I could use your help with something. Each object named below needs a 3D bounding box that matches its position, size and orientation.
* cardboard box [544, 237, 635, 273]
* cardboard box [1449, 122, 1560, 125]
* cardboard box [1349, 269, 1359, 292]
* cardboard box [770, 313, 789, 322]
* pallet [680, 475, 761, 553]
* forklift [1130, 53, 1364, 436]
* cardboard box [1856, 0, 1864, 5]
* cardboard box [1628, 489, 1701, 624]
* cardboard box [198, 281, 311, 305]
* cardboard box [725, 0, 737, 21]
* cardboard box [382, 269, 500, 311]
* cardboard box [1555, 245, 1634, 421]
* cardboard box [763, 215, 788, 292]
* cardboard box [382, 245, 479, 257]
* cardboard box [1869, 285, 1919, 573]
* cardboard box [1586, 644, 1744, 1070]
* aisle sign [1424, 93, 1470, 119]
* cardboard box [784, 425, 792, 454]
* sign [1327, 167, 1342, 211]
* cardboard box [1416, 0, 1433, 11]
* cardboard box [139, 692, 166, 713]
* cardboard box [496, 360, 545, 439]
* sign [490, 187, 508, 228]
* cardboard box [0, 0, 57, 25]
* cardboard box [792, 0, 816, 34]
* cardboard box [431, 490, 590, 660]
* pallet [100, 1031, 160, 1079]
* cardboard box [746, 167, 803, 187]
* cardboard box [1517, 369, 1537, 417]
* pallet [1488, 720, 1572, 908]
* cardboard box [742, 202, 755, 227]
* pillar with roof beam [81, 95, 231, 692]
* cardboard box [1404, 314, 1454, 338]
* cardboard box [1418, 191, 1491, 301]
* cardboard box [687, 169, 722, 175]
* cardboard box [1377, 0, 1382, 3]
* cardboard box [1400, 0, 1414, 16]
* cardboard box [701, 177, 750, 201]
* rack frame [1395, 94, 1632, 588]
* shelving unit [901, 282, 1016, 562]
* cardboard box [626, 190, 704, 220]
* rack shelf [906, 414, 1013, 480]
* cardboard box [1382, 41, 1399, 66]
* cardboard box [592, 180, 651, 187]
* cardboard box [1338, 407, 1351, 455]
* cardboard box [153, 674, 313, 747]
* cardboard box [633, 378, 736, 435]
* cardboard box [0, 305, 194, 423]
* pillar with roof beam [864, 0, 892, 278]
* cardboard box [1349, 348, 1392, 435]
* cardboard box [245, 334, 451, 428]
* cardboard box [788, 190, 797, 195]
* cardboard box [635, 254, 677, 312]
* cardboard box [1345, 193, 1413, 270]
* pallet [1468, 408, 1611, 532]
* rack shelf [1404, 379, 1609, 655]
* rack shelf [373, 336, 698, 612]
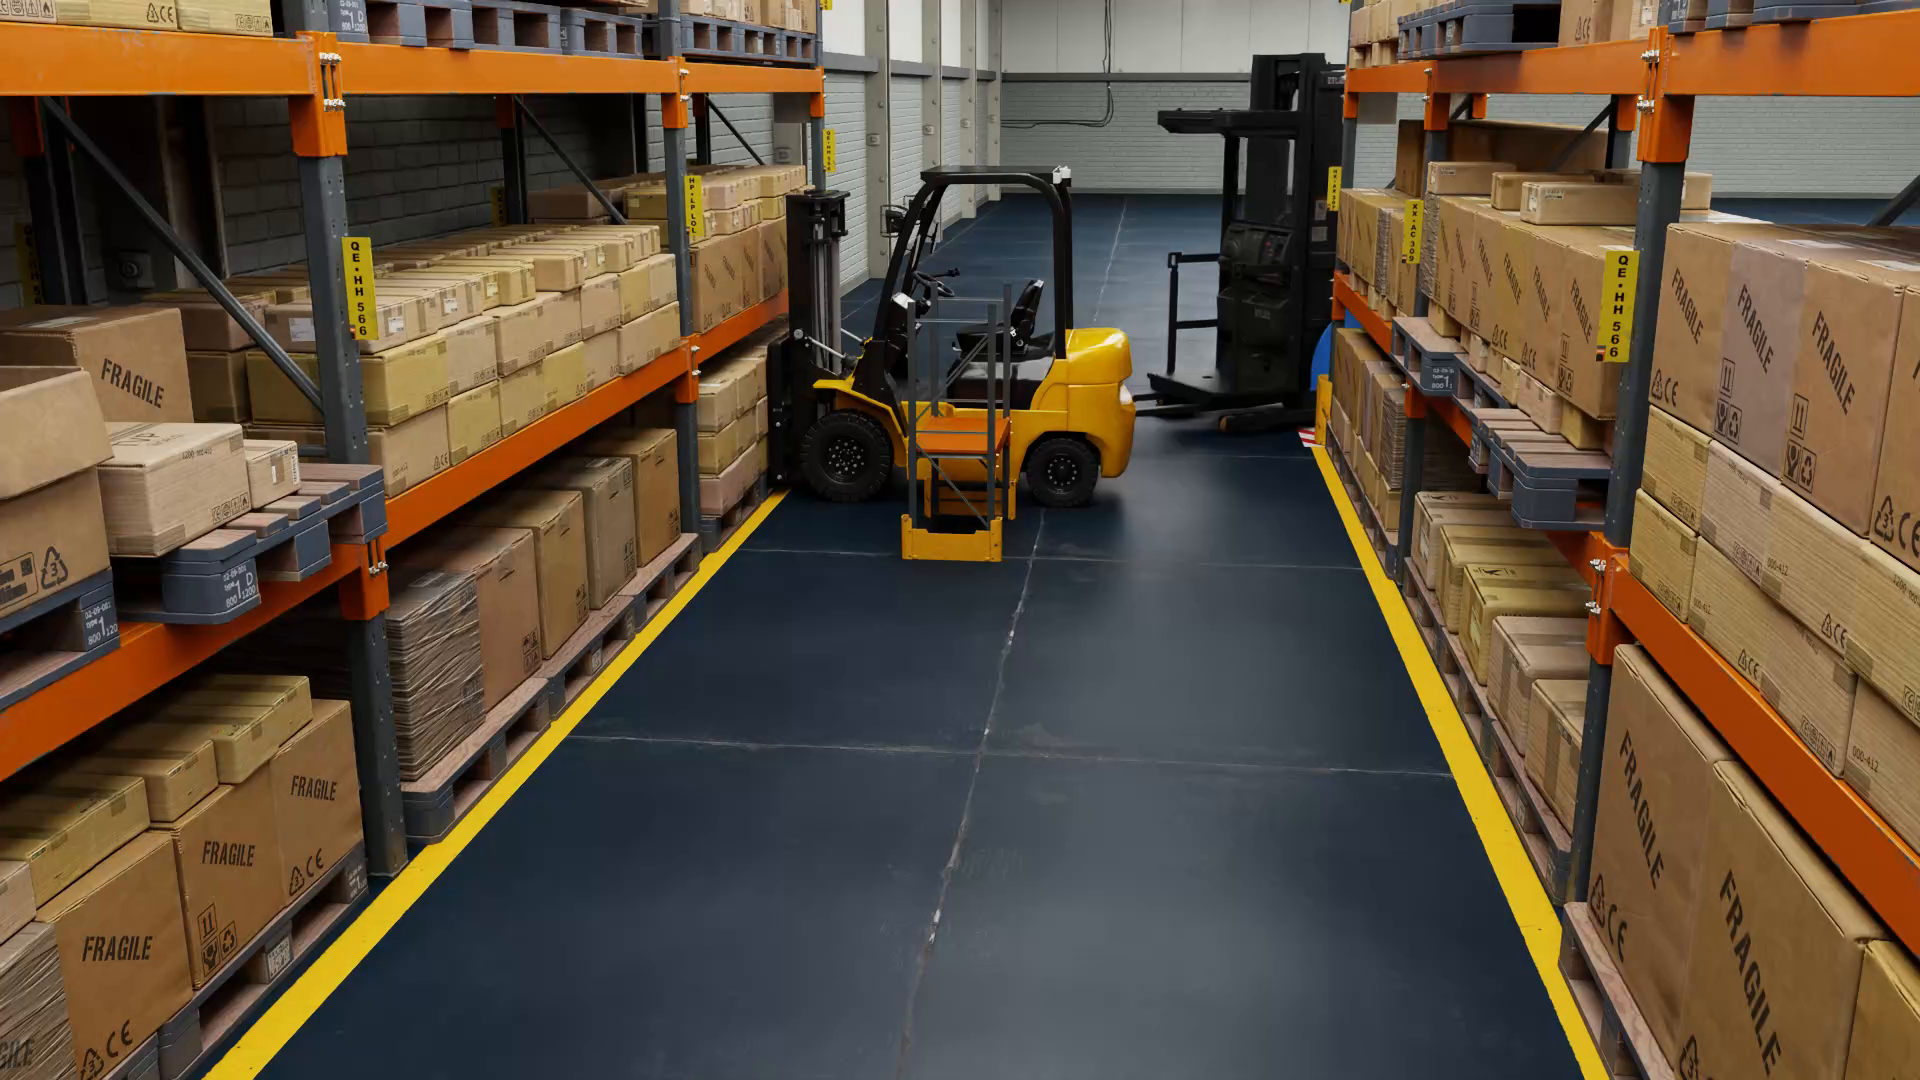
[{"bbox_3d":[-1.815,-1.397,8.149,0.380,0.149,0.250,1,15,5],"label":"cardboard box"},{"bbox_3d":[3.515,-2.494,10.962,0.700,0.500,0.500,2,15,6],"label":"cardboard box"},{"bbox_3d":[2.932,-1.825,11.645,0.380,0.149,0.250,2,15,7],"label":"cardboard box"},{"bbox_3d":[-1.299,-1.599,12.878,0.500,0.250,0.500,2,15,8],"label":"cardboard box"},{"bbox_3d":[-1.877,-0.191,10.466,1.003,0.211,1.213,2,15,6],"label":"pallet"},{"bbox_3d":[2.219,-2.398,13.416,3.031,2.935,1.130,-6,16,-22],"label":"forklift"},{"bbox_3d":[2.677,-1.553,4.894,0.380,0.149,0.250,2,15,6],"label":"cardboard box"},{"bbox_3d":[2.167,0.042,4.547,0.500,0.250,0.500,1,15,5],"label":"cardboard box"},{"bbox_3d":[-2.616,-0.883,6.248,0.380,0.149,0.250,2,15,6],"label":"cardboard box"},{"bbox_3d":[-1.569,-3.217,10.051,0.380,0.149,0.250,2,15,8],"label":"cardboard box"},{"bbox_3d":[-2.083,-1.001,6.684,0.380,0.149,0.250,2,15,7],"label":"cardboard box"},{"bbox_3d":[2.248,-0.670,5.329,0.500,0.500,0.500,1,15,5],"label":"cardboard box"},{"bbox_3d":[-1.477,-2.016,11.678,0.500,0.500,0.500,1,15,5],"label":"cardboard box"},{"bbox_3d":[-2.458,-1.280,7.715,0.380,0.149,0.250,2,15,6],"label":"cardboard box"},{"bbox_3d":[1.993,-0.167,2.925,0.500,0.500,0.500,2,15,7],"label":"cardboard box"},{"bbox_3d":[2.312,0.850,4.539,0.875,0.875,0.875,2,15,6],"label":"cardboard box"},{"bbox_3d":[3.670,-3.487,12.331,0.394,0.787,0.004,2,15,6],"label":"aisle sign"},{"bbox_3d":[-1.464,-0.721,11.544,0.500,0.250,0.500,2,15,8],"label":"cardboard box"},{"bbox_3d":[2.836,-2.659,12.589,0.100,0.325,0.005,2,15,6],"label":"sign"},{"bbox_3d":[2.460,-2.626,7.863,0.500,0.250,0.500,1,15,5],"label":"cardboard box"},{"bbox_3d":[-2.786,0.810,5.404,0.500,0.500,0.500,2,15,8],"label":"cardboard box"},{"bbox_3d":[-2.054,-0.595,6.902,0.500,0.250,0.500,1,15,4],"label":"cardboard box"},{"bbox_3d":[-2.560,-1.805,9.279,0.100,0.325,0.005,2,15,6],"label":"sign"},{"bbox_3d":[-2.389,-1.270,3.654,0.500,0.250,0.500,2,15,6],"label":"cardboard box"},{"bbox_3d":[-1.365,-3.995,12.256,0.500,0.500,0.500,2,15,8],"label":"cardboard box"},{"bbox_3d":[-2.234,0.143,7.632,0.875,0.625,0.625,1,15,4],"label":"cardboard box"},{"bbox_3d":[-2.722,1.559,3.992,1.003,0.211,1.213,2,15,6],"label":"pallet"},{"bbox_3d":[-1.385,-2.711,12.437,0.380,0.149,0.250,2,15,6],"label":"cardboard box"},{"bbox_3d":[2.254,-0.527,6.040,0.380,0.149,0.250,1,15,4],"label":"cardboard box"},{"bbox_3d":[2.562,0.994,6.083,1.003,0.211,1.213,2,15,6],"label":"pallet"},{"bbox_3d":[-1.538,-2.100,10.747,0.380,0.149,0.250,1,15,4],"label":"cardboard box"},{"bbox_3d":[1.069,-3.429,5.603,9.100,9.000,0.400,2,15,6],"label":"pillar with roof beam"},{"bbox_3d":[2.657,-1.158,9.180,0.380,0.149,0.250,2,15,6],"label":"cardboard box"},{"bbox_3d":[2.586,-1.469,8.281,0.500,0.500,0.500,2,15,8],"label":"cardboard box"},{"bbox_3d":[-1.929,-2.595,12.007,0.380,0.149,0.250,2,15,7],"label":"cardboard box"},{"bbox_3d":[2.884,-3.526,10.662,0.380,0.149,0.250,2,15,8],"label":"cardboard box"},{"bbox_3d":[2.762,-2.960,9.333,0.500,0.250,0.500,1,15,5],"label":"cardboard box"},{"bbox_3d":[-1.601,-2.313,10.965,0.380,0.149,0.250,2,15,6],"label":"cardboard box"},{"bbox_3d":[2.924,-1.187,8.806,1.000,3.000,0.127,2,15,6],"label":"rack frame"},{"bbox_3d":[0.009,-0.744,10.039,0.587,1.500,1.083,2,15,6],"label":"shelving unit"},{"bbox_3d":[-1.678,-1.911,9.480,0.380,0.149,0.250,2,15,7],"label":"cardboard box"},{"bbox_3d":[0.010,-0.572,10.095,0.538,0.185,1.000,2,15,6],"label":"rack shelf"},{"bbox_3d":[2.884,-3.070,10.504,0.380,0.149,0.250,1,15,5],"label":"cardboard box"},{"bbox_3d":[-2.171,-2.196,10.531,0.380,0.149,0.250,1,15,5],"label":"cardboard box"},{"bbox_3d":[2.944,-0.767,11.715,0.500,0.250,0.500,2,15,8],"label":"cardboard box"},{"bbox_3d":[-2.264,0.531,5.192,0.380,0.149,0.250,1,15,4],"label":"cardboard box"},{"bbox_3d":[-1.642,-0.807,9.947,0.500,0.250,0.500,1,15,5],"label":"cardboard box"},{"bbox_3d":[-2.673,-0.417,4.962,0.500,0.500,0.500,2,15,9],"label":"cardboard box"},{"bbox_3d":[3.100,-8.097,22.868,9.100,9.000,0.400,2,15,6],"label":"pillar with roof beam"},{"bbox_3d":[2.888,-0.989,11.100,0.500,0.500,0.500,2,15,7],"label":"cardboard box"},{"bbox_3d":[-2.142,-0.571,5.857,0.500,0.250,0.500,2,15,6],"label":"cardboard box"},{"bbox_3d":[-1.407,-2.500,12.229,0.380,0.149,0.250,2,15,7],"label":"cardboard box"},{"bbox_3d":[-1.810,-1.367,8.799,0.500,0.250,0.500,1,15,5],"label":"cardboard box"},{"bbox_3d":[2.991,-2.167,11.670,0.500,0.500,0.500,2,15,8],"label":"cardboard box"},{"bbox_3d":[2.447,-0.245,5.690,1.213,0.211,1.003,2,15,6],"label":"pallet"},{"bbox_3d":[2.698,-0.321,6.982,1.077,0.370,4.000,2,15,6],"label":"rack shelf"},{"bbox_3d":[-2.234,-0.466,7.519,1.077,0.370,4.000,2,15,6],"label":"rack shelf"}]
